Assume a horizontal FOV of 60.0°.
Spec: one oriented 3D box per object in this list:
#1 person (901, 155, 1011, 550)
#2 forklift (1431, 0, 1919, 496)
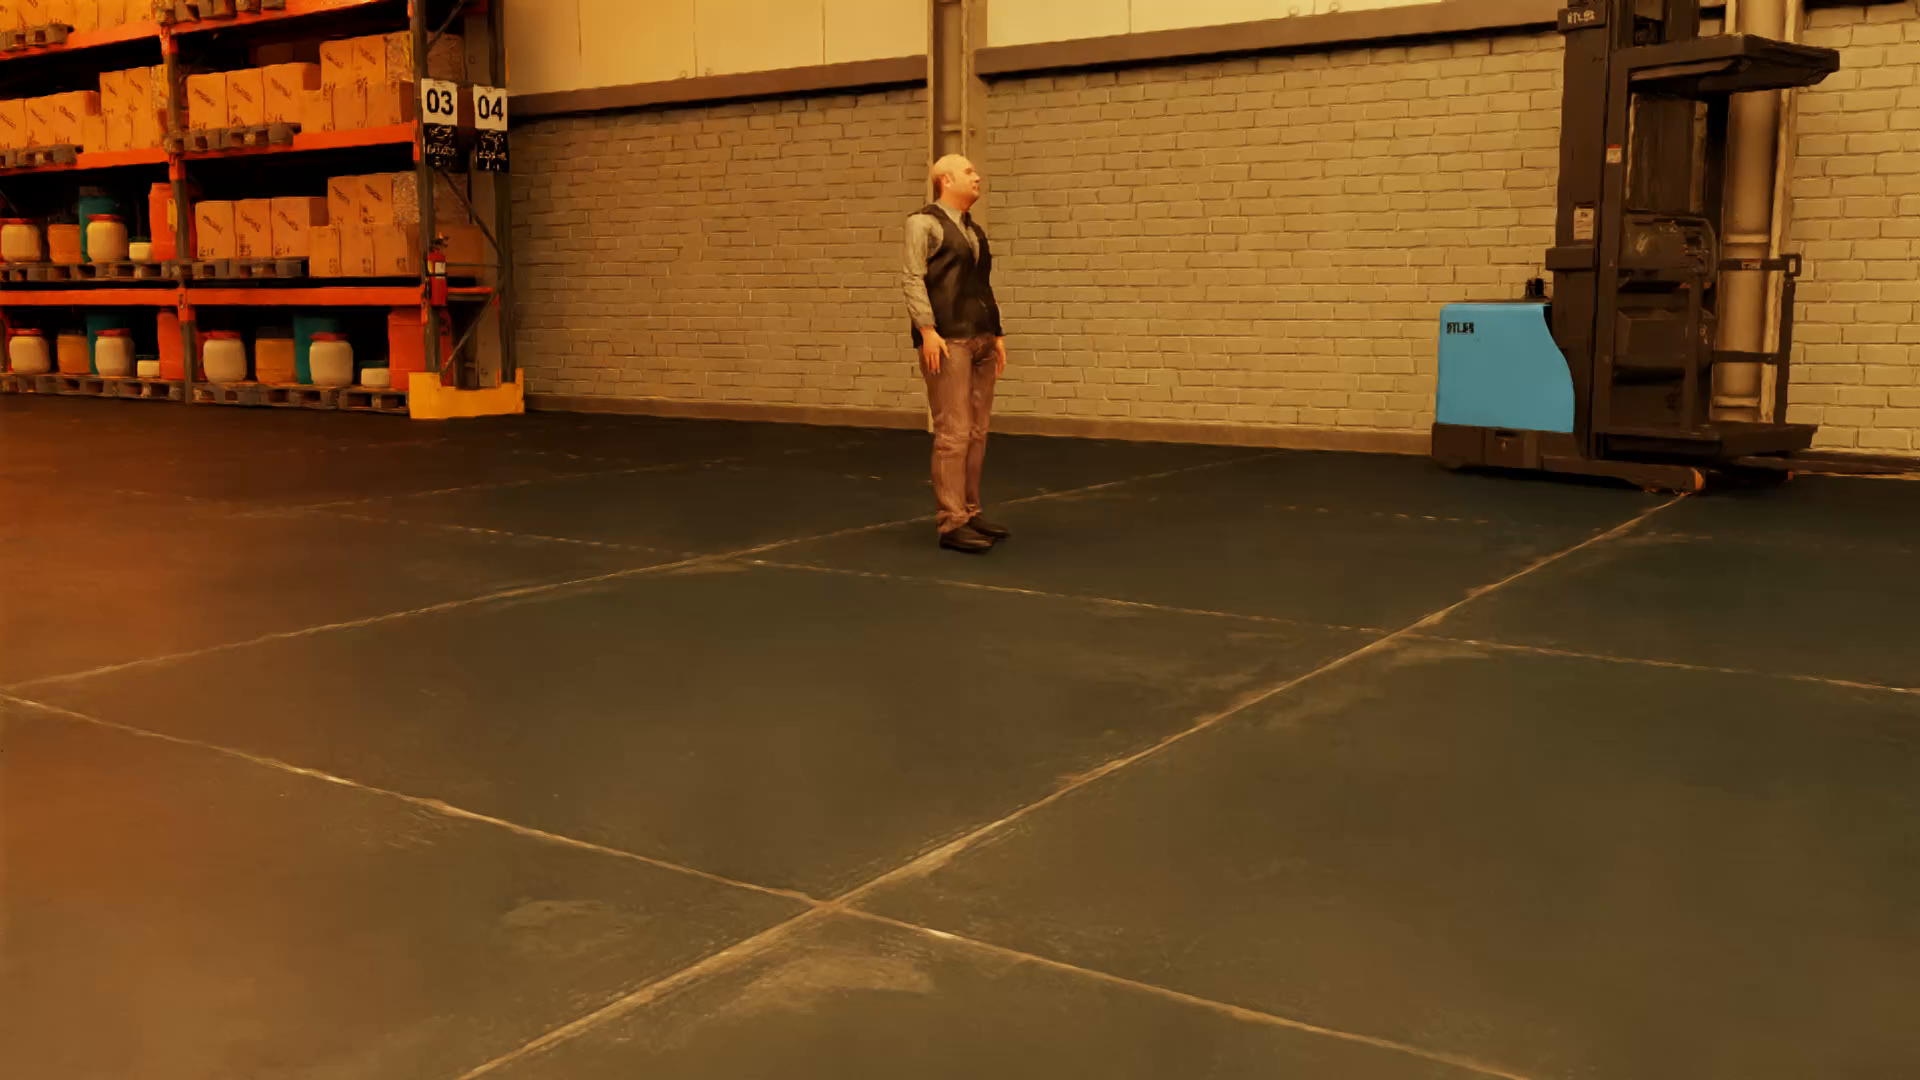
[{"bbox_3d":[0.047,-0.853,7.440,0.567,1.720,0.632,5,10,34],"label":"person"},{"bbox_3d":[4.322,-1.774,9.668,1.130,2.935,3.031,-6,10,-36],"label":"forklift"}]
